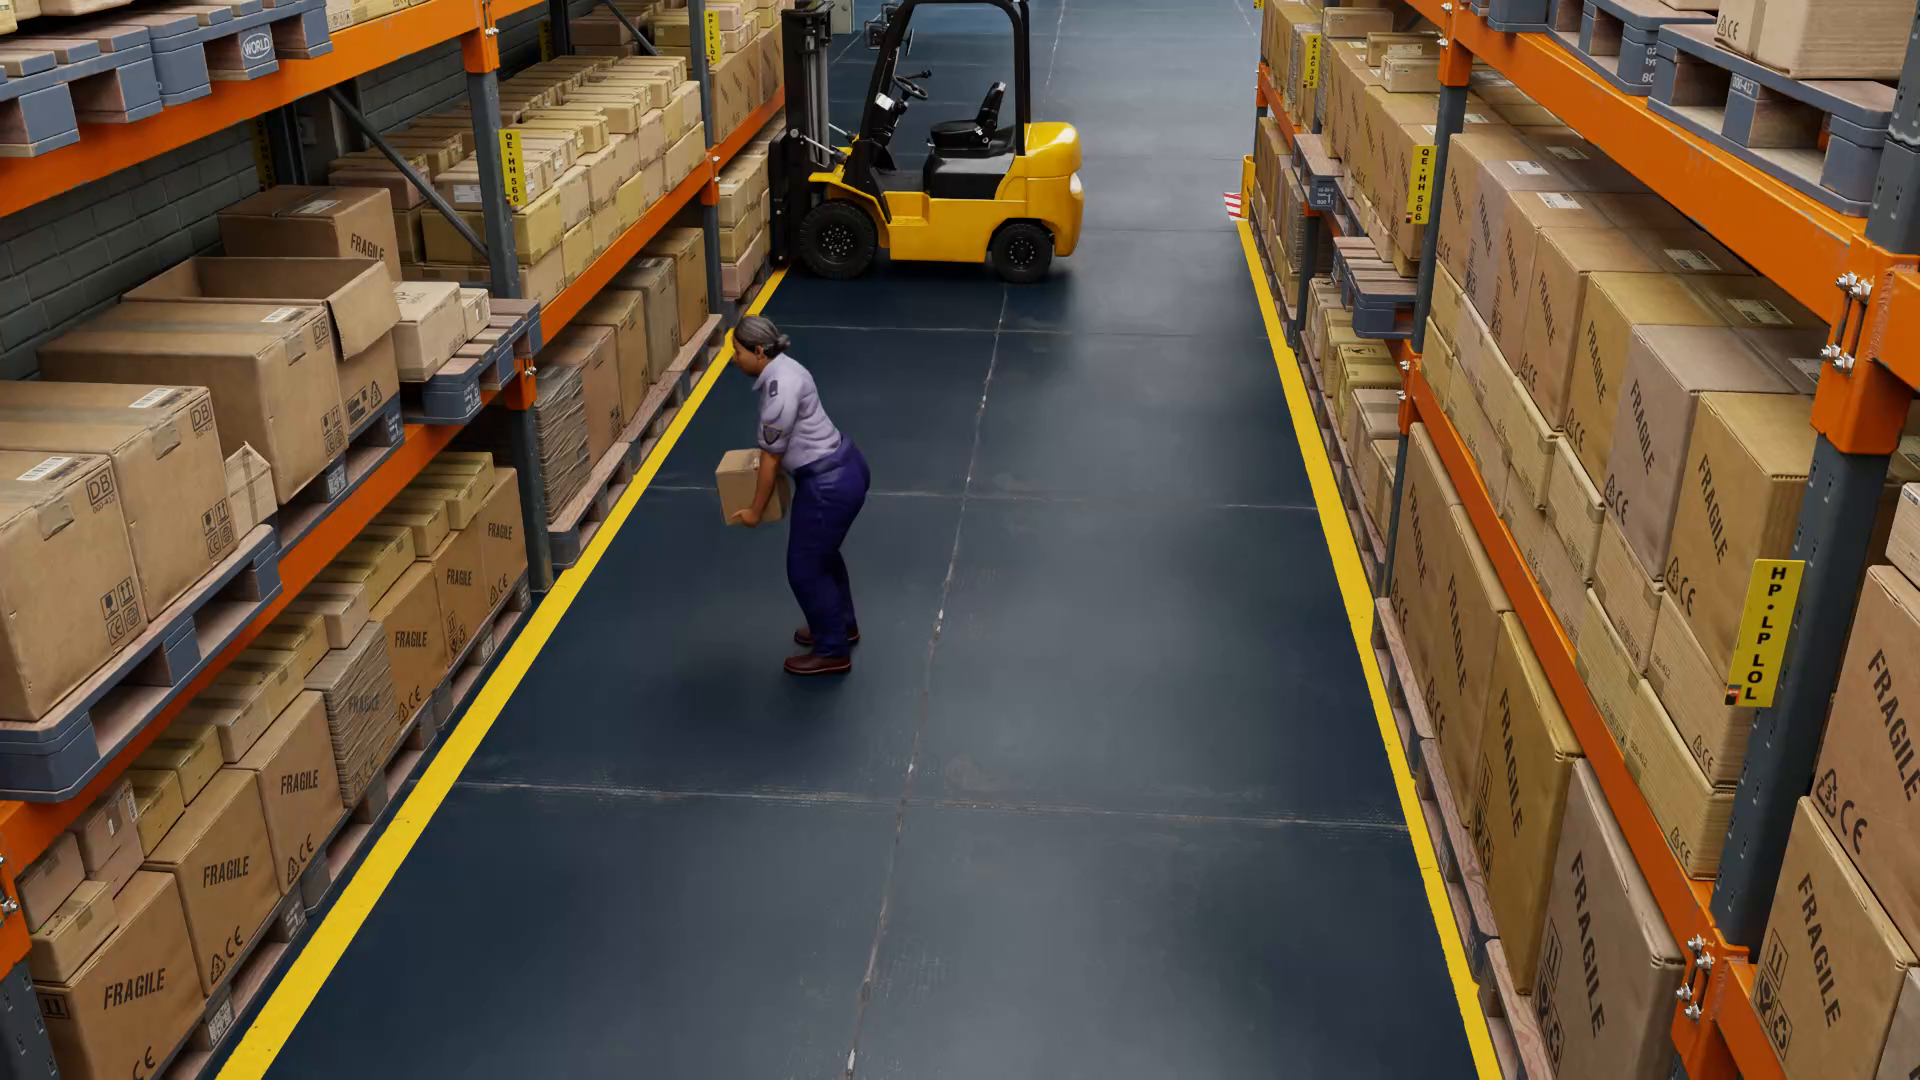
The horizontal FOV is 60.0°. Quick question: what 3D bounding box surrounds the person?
[{"bbox_3d":[-0.682,-0.201,7.151,0.577,1.582,0.438,1,25,3],"label":"person"}]
